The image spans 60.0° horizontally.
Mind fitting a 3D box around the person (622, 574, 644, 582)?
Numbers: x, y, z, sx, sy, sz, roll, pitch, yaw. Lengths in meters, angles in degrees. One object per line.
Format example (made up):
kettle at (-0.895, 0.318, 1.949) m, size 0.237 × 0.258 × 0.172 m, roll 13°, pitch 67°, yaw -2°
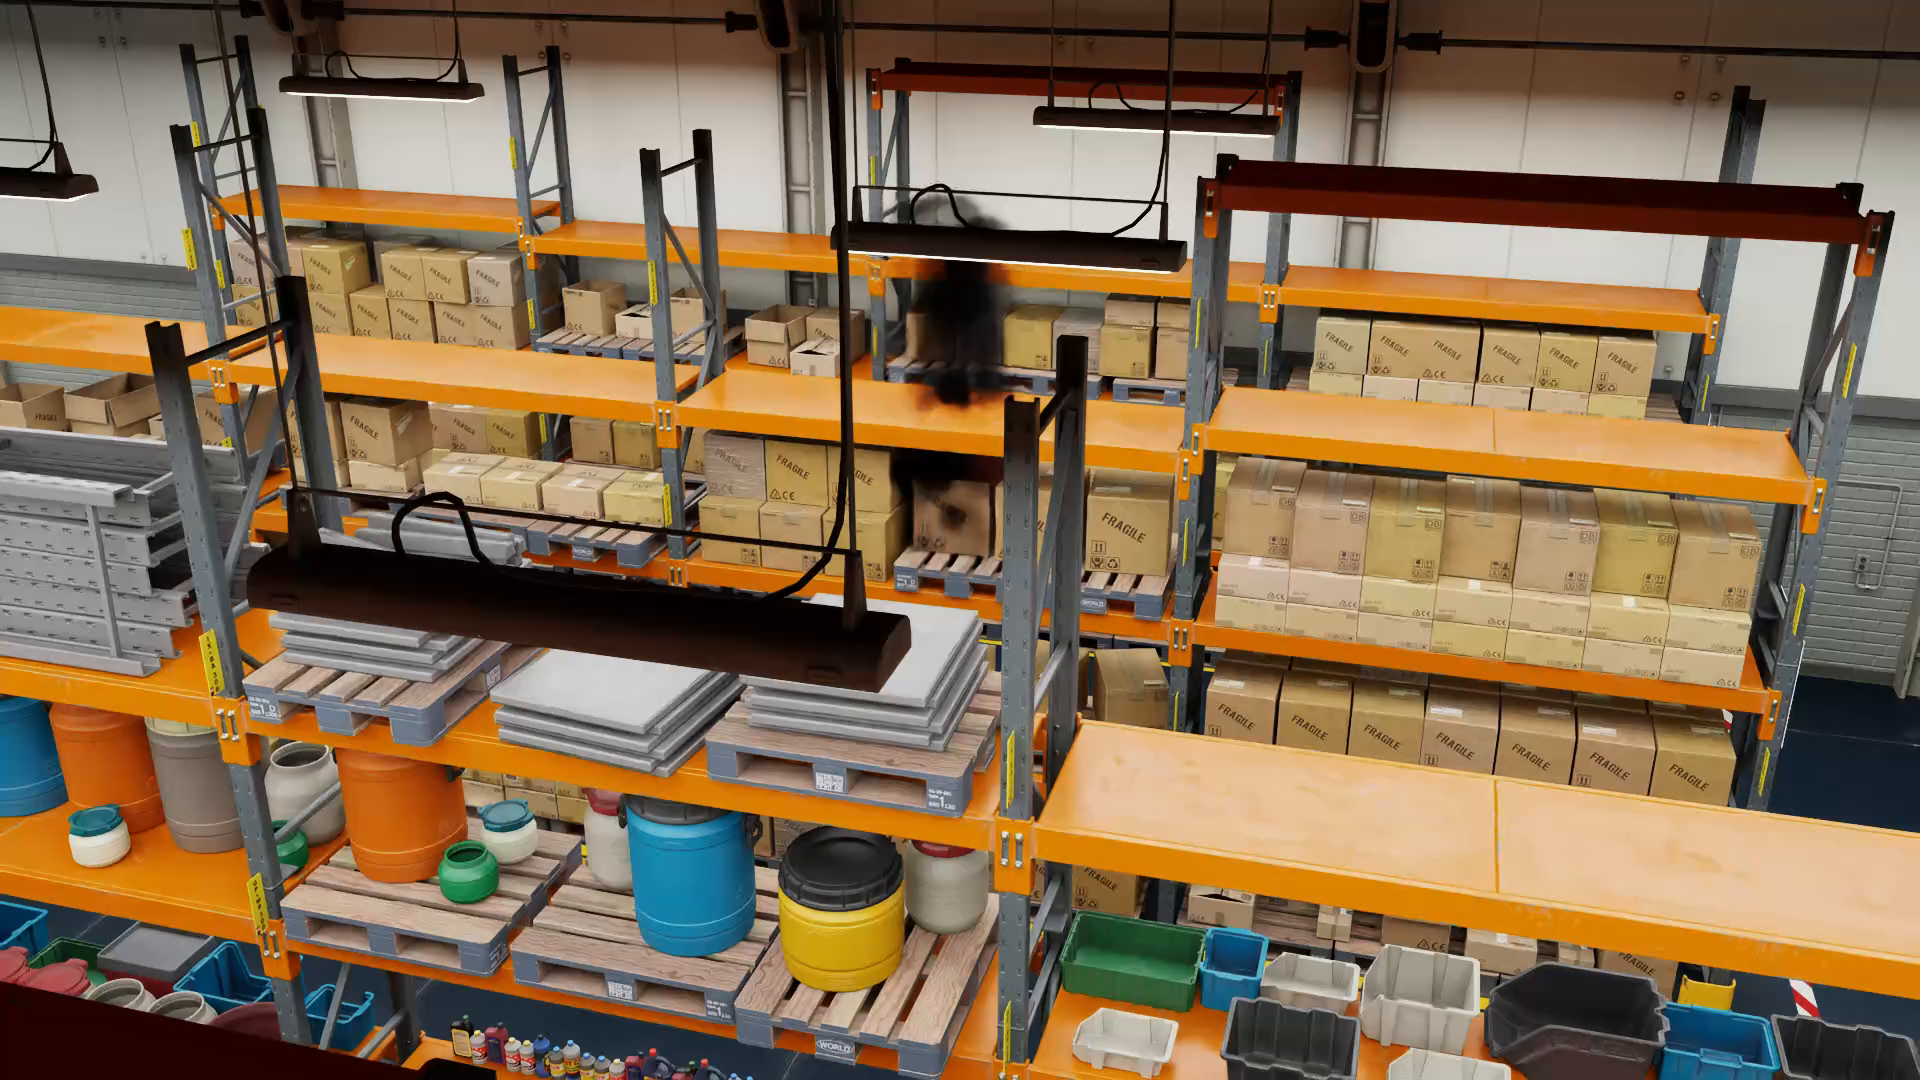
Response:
person at (-3.144, 1.042, 16.128) m, size 0.529 × 1.630 × 0.578 m, roll 4°, pitch 23°, yaw 10°
